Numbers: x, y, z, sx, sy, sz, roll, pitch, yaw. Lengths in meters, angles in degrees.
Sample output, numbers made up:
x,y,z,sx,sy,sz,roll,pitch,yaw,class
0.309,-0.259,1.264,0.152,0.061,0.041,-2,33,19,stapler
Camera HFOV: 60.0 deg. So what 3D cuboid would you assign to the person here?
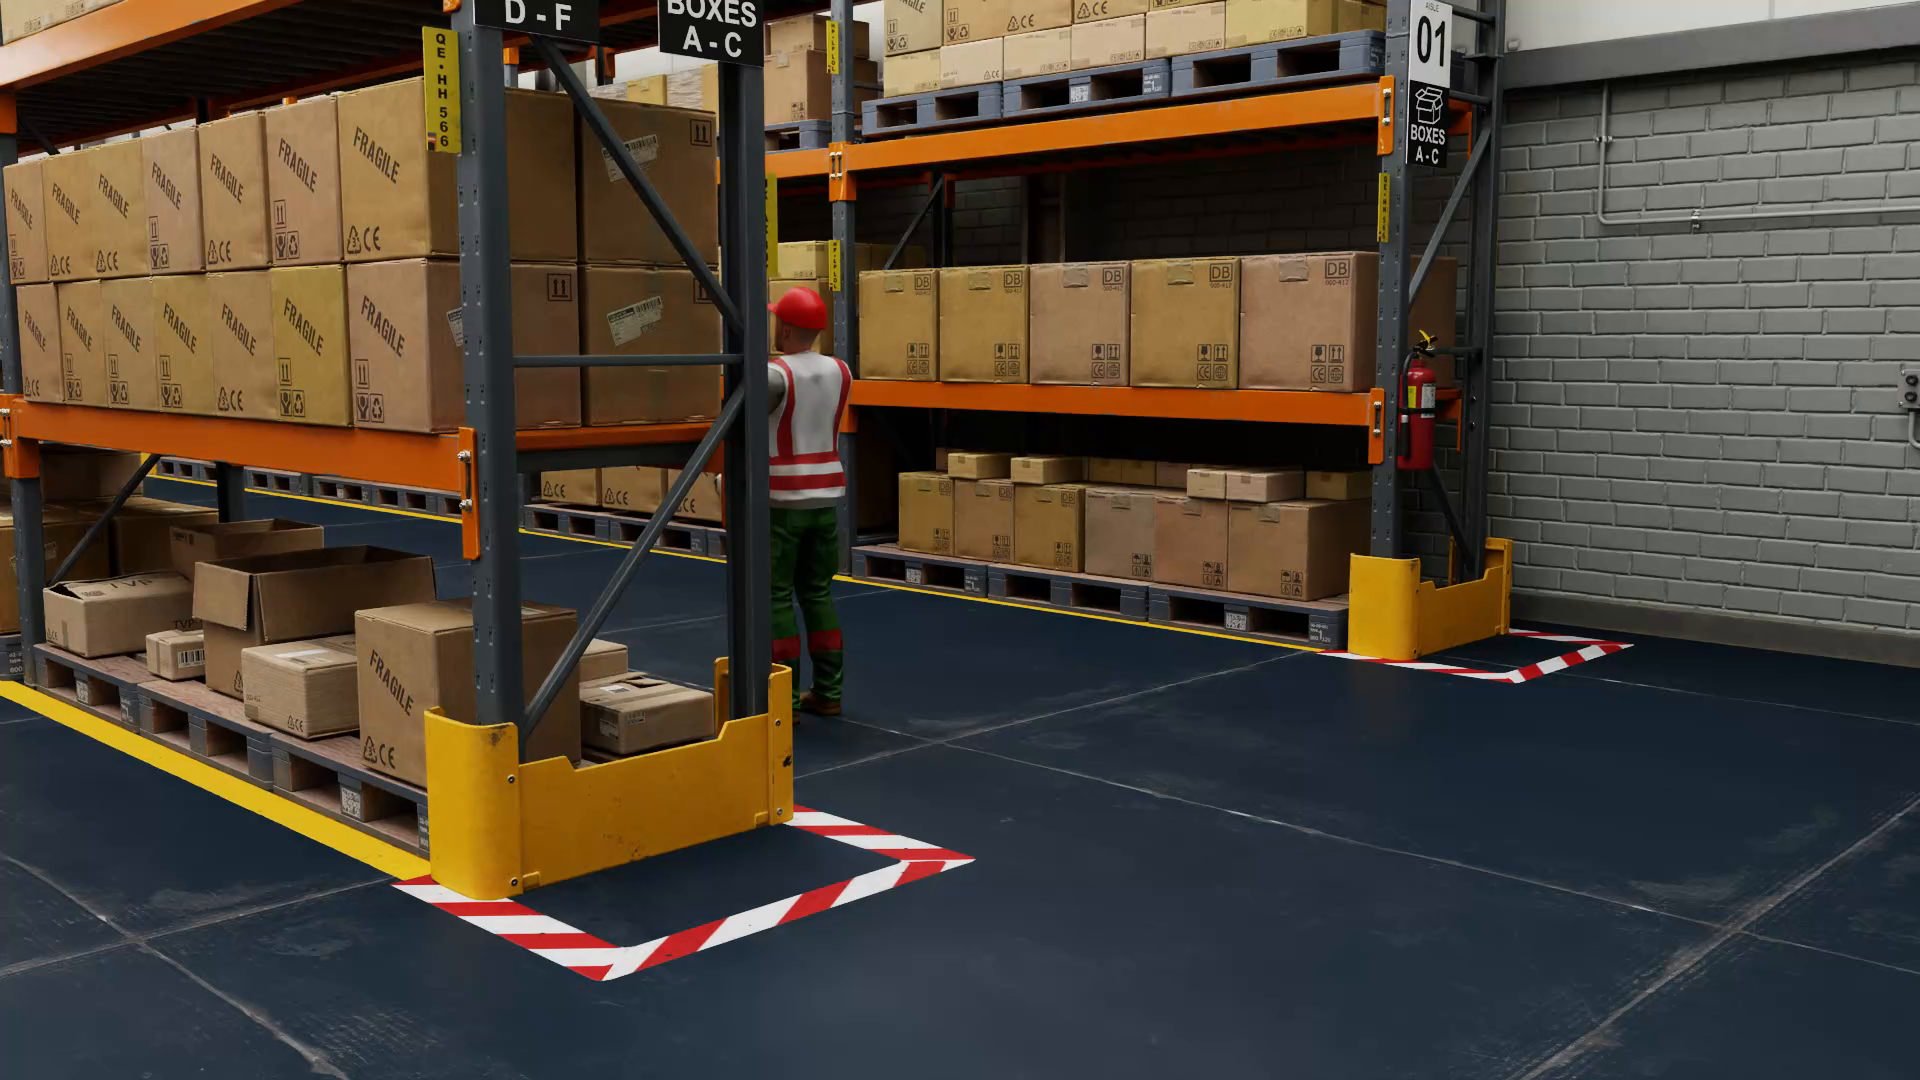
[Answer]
x,y,z,sx,sy,sz,roll,pitch,yaw,class
-0.756,-0.150,6.913,0.570,1.782,0.494,7,10,44,person
